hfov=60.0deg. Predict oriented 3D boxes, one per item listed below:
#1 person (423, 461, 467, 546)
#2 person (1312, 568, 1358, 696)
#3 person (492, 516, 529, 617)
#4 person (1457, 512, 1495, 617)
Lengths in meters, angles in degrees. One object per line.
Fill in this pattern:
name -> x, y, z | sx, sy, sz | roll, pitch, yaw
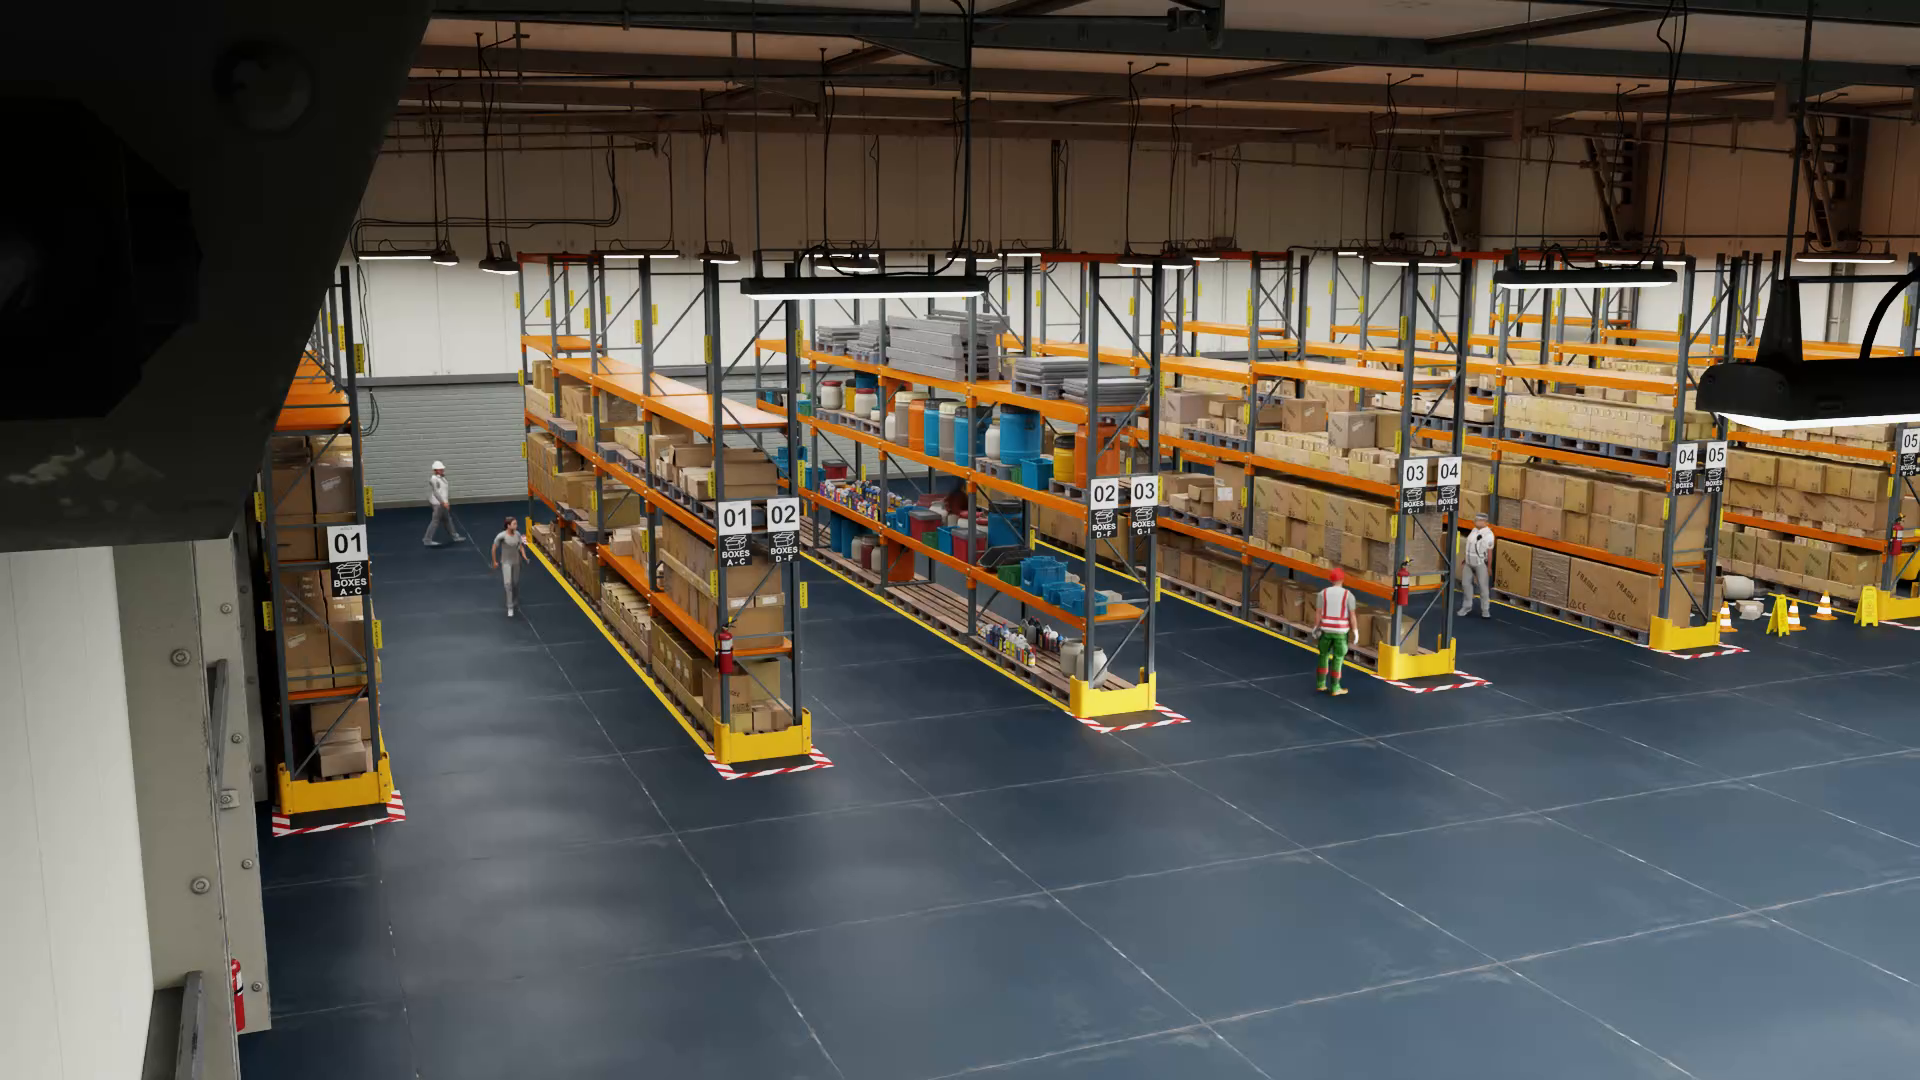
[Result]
person -> -10.649, -0.772, 34.314 | 0.937, 1.729, 0.612 | -6, 12, -31
person -> 5.256, 1.273, 23.211 | 0.646, 1.810, 0.466 | 6, 12, 29
person -> -7.648, 0.401, 28.285 | 0.578, 1.623, 0.882 | -4, 11, -21
person -> 8.661, 0.414, 27.940 | 0.446, 1.797, 0.689 | -6, 12, -30
